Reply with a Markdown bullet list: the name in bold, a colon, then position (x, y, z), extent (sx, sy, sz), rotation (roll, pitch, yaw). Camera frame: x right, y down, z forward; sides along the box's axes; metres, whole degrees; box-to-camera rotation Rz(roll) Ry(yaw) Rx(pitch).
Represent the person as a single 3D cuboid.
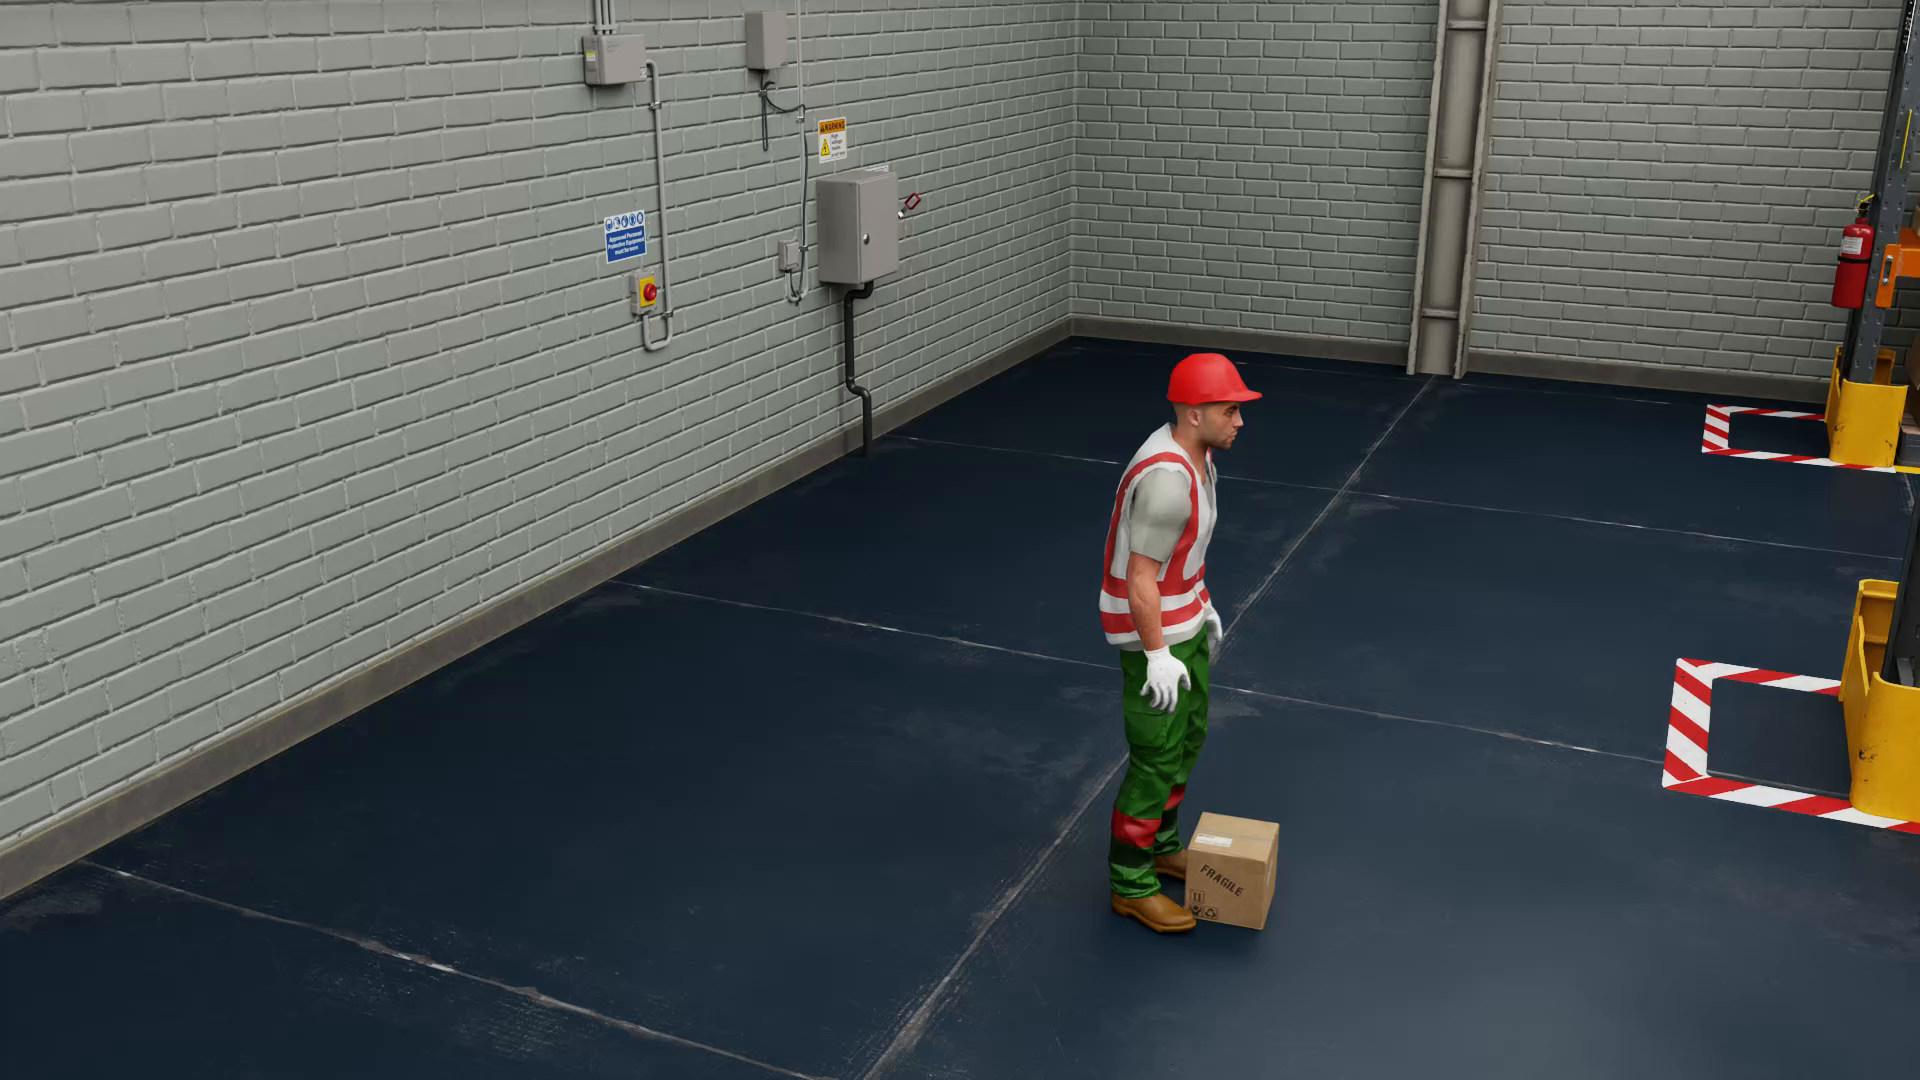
- **person**: position (0.668, 0.295, 5.174), extent (0.445, 1.781, 0.622), rotation (7, 20, 20)
